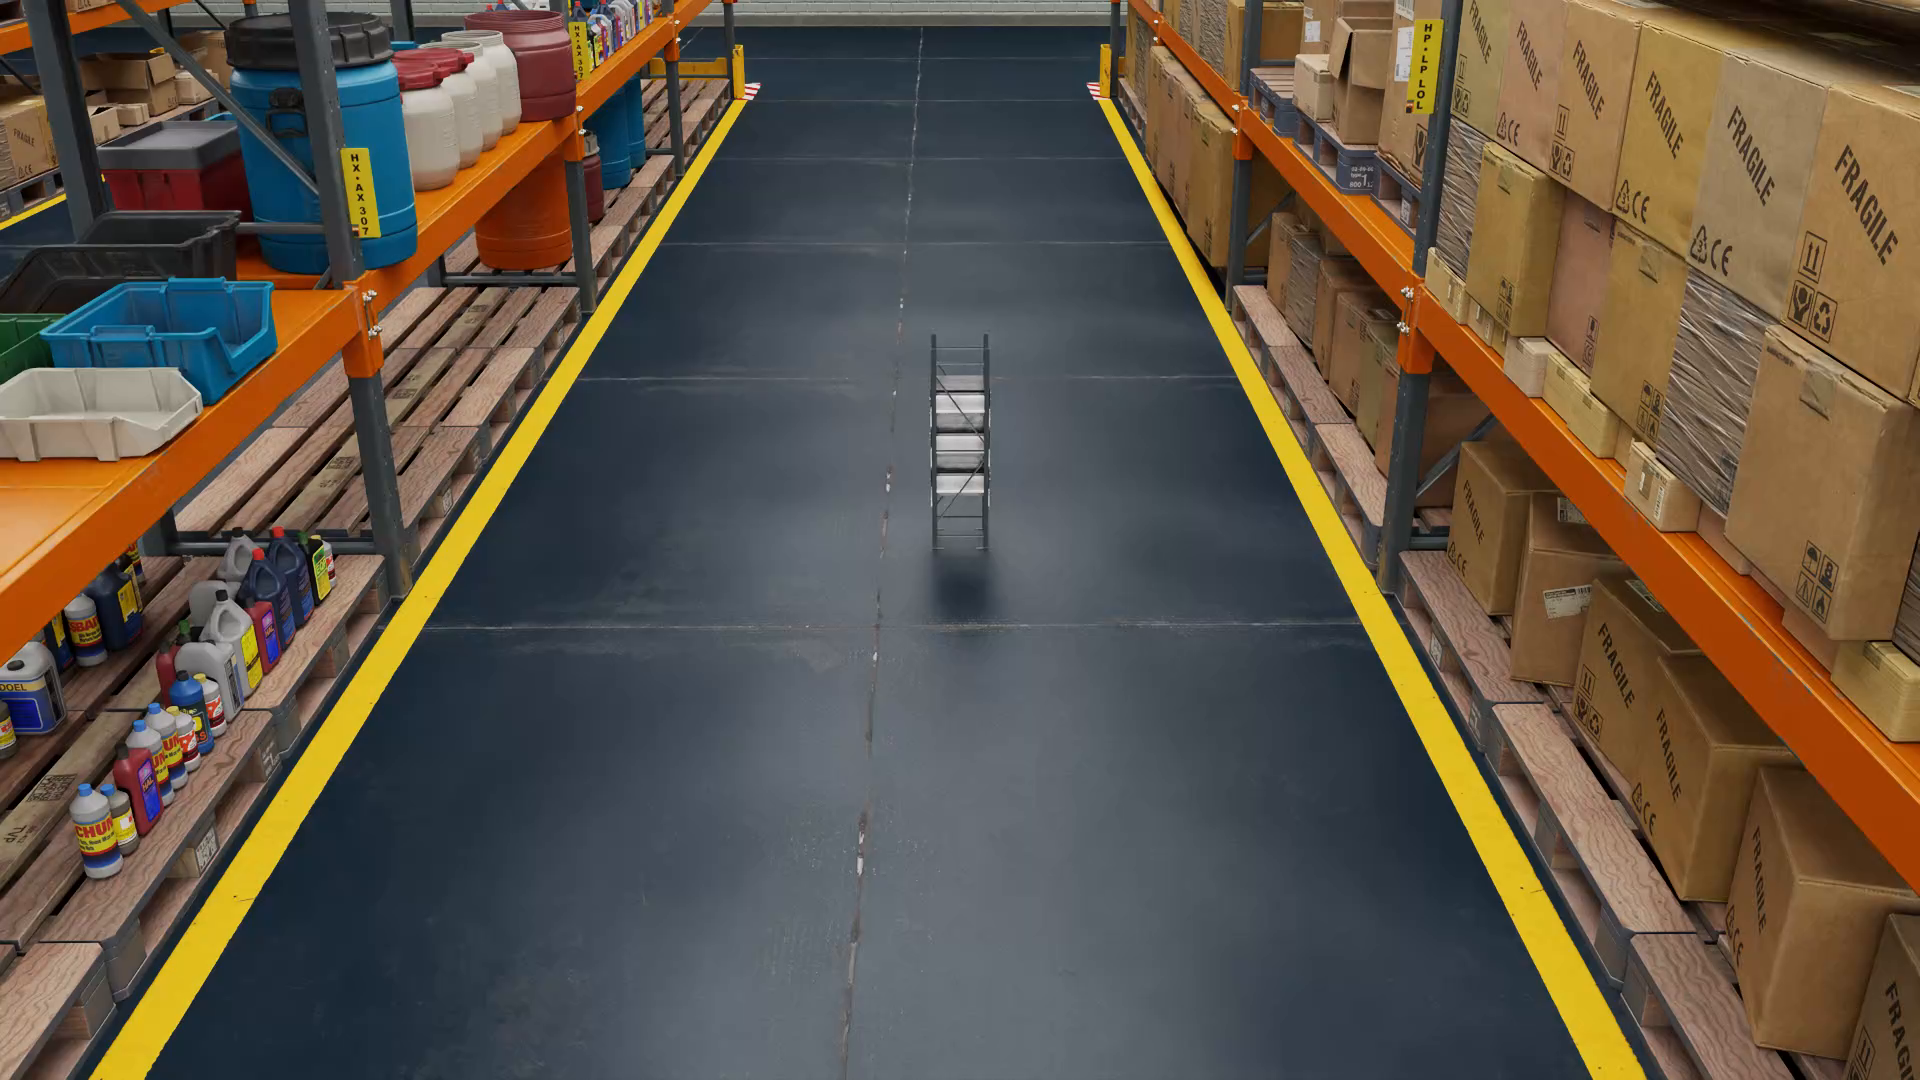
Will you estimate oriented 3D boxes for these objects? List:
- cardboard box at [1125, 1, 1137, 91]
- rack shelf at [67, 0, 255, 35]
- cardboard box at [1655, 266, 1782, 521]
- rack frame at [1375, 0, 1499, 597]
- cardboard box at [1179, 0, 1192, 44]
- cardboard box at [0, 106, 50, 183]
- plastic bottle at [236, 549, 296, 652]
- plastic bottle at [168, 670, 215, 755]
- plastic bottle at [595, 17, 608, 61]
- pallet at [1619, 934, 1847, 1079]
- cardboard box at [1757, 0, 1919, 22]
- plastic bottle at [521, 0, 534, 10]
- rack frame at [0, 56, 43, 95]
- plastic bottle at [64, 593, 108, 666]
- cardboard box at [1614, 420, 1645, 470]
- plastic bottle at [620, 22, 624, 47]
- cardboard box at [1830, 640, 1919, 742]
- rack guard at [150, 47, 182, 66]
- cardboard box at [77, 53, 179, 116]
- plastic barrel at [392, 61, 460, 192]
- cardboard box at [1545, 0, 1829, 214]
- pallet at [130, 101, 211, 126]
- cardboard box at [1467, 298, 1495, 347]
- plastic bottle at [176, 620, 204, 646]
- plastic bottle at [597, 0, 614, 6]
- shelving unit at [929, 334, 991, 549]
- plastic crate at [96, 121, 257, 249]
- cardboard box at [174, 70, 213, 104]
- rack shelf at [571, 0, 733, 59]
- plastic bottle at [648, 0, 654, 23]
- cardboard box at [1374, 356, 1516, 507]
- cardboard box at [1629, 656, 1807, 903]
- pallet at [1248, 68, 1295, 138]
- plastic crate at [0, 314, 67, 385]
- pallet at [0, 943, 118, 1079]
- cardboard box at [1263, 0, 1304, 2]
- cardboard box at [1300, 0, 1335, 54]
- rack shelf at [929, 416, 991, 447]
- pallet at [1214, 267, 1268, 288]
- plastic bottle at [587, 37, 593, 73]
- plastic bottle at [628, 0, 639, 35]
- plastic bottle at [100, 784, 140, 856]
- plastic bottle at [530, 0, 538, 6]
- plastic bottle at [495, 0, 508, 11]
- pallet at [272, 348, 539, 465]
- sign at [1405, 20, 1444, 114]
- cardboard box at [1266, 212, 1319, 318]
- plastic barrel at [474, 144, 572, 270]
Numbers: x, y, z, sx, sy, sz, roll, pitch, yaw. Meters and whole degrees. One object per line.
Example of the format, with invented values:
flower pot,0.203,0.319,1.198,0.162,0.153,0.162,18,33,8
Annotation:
cardboard box,2.169,-5.070,16.888,0.875,0.875,0.875,0,24,-1
rack shelf,-7.802,-4.915,15.350,1.077,0.370,4.000,0,24,-1
cardboard box,2.190,-0.336,3.872,0.875,0.500,0.500,0,24,-1
rack frame,2.213,-1.165,6.186,1.000,3.000,0.127,0,24,-1
cardboard box,1.892,-3.903,12.119,0.500,0.500,0.500,-1,24,-2
cardboard box,-7.491,-3.074,12.907,0.500,0.500,0.500,0,24,0
plastic bottle,-2.442,0.207,5.834,0.144,0.351,0.185,-1,24,-3
plastic bottle,-2.411,0.534,5.207,0.097,0.271,0.097,0,24,0
plastic bottle,-2.432,-3.394,11.256,0.061,0.283,0.133,0,24,-1
pallet,2.282,1.387,3.926,1.003,0.211,1.213,0,24,-1
cardboard box,2.504,-1.206,4.580,0.500,0.500,0.500,0,24,-1
plastic bottle,-3.193,-3.809,12.182,0.152,0.276,0.135,0,24,-1
rack frame,-7.780,-4.419,13.380,1.000,3.000,0.127,0,24,-1
plastic bottle,-3.023,0.293,5.738,0.097,0.271,0.097,0,24,0
cardboard box,1.992,-0.240,4.445,0.380,0.149,0.250,0,24,-1
plastic bottle,-2.457,-3.631,11.879,0.097,0.201,0.097,0,24,0
cardboard box,1.991,0.275,3.306,0.380,0.149,0.250,0,24,-1
rack guard,-7.823,-4.897,17.470,1.175,0.500,0.348,0,24,-1
cardboard box,-7.806,-4.256,15.515,0.797,0.503,0.637,0,24,-1
plastic barrel,-2.539,-1.902,7.651,0.433,0.535,0.433,0,24,0
cardboard box,1.976,-1.203,4.575,0.500,0.500,0.500,0,24,-1
pallet,-7.803,-3.935,15.695,1.003,0.211,1.213,0,24,-1
cardboard box,1.935,-0.755,5.584,0.380,0.149,0.250,0,24,-1
plastic bottle,-2.541,0.382,5.529,0.061,0.283,0.133,0,24,-1
plastic bottle,-2.632,-3.963,12.432,0.144,0.351,0.185,0,24,-1
shelving unit,0.000,-0.413,7.072,0.258,0.900,0.210,0,24,-1
plastic crate,-3.051,-1.370,6.562,0.402,0.464,0.583,0,24,-1
cardboard box,-7.591,-4.400,16.141,0.500,0.250,0.500,0,24,-1
rack shelf,-2.849,-4.936,15.396,1.077,0.370,4.000,0,24,-1
plastic bottle,-2.499,-4.222,13.095,0.152,0.276,0.135,0,24,-1
cardboard box,2.228,-0.480,7.170,0.700,0.500,0.500,-2,24,-5
cardboard box,2.238,0.669,4.654,0.500,0.500,0.500,2,24,4
pallet,2.284,-2.433,9.222,1.213,0.211,1.003,0,24,-1
plastic crate,-3.007,-0.486,4.941,0.450,0.188,0.662,0,24,-1
pallet,-2.747,1.410,3.876,1.003,0.211,1.213,0,24,-1
cardboard box,2.178,-3.617,10.270,0.797,0.503,0.637,1,24,1
cardboard box,2.215,-2.828,9.232,0.500,0.500,0.500,-3,25,-7
rack shelf,0.000,-0.465,7.049,0.258,0.077,0.200,0,24,-1
pallet,2.236,-1.868,11.124,1.003,0.211,1.213,0,24,-1
plastic bottle,-2.426,-3.164,10.747,0.061,0.283,0.133,0,24,-1
plastic bottle,-2.488,-3.963,12.433,0.144,0.351,0.185,0,24,-1
plastic bottle,-2.405,0.789,4.728,0.097,0.201,0.097,0,24,0
plastic bottle,-3.225,-3.990,12.587,0.097,0.271,0.097,0,24,0
plastic bottle,-3.190,-3.601,11.633,0.144,0.351,0.185,0,24,-1
pallet,-2.803,-0.700,8.541,1.003,0.211,1.213,0,24,-1
sign,1.658,-1.689,5.939,0.100,0.325,0.005,0,24,-1
cardboard box,2.197,-1.599,9.645,0.700,0.500,0.500,-2,24,-3
plastic barrel,-2.806,-2.195,10.588,0.600,0.830,0.708,0,24,-1
